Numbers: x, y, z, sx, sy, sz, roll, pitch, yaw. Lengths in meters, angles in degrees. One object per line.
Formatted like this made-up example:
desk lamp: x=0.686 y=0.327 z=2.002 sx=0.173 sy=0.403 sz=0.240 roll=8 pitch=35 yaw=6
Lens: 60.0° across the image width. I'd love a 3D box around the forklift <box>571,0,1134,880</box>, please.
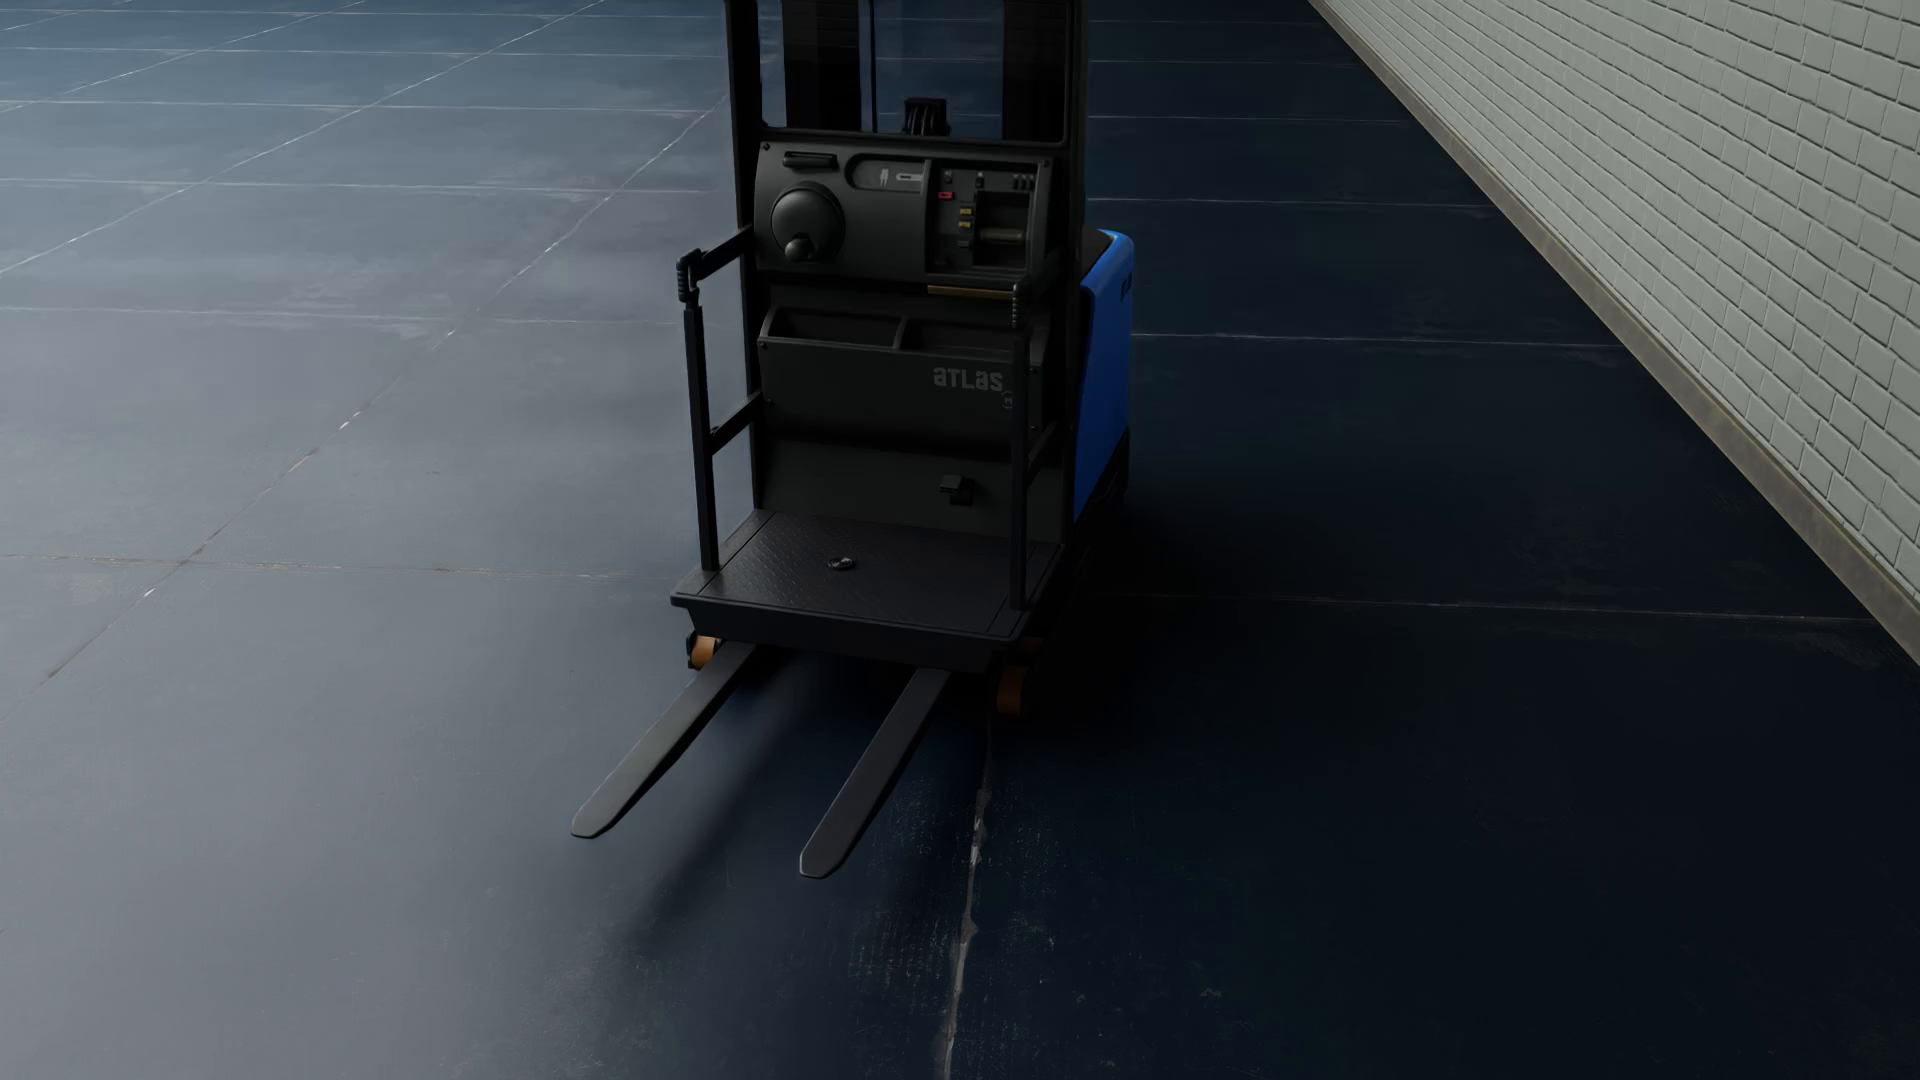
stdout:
forklift: x=-0.234 y=-0.969 z=4.850 sx=1.130 sy=2.935 sz=3.031 roll=7 pitch=26 yaw=14
